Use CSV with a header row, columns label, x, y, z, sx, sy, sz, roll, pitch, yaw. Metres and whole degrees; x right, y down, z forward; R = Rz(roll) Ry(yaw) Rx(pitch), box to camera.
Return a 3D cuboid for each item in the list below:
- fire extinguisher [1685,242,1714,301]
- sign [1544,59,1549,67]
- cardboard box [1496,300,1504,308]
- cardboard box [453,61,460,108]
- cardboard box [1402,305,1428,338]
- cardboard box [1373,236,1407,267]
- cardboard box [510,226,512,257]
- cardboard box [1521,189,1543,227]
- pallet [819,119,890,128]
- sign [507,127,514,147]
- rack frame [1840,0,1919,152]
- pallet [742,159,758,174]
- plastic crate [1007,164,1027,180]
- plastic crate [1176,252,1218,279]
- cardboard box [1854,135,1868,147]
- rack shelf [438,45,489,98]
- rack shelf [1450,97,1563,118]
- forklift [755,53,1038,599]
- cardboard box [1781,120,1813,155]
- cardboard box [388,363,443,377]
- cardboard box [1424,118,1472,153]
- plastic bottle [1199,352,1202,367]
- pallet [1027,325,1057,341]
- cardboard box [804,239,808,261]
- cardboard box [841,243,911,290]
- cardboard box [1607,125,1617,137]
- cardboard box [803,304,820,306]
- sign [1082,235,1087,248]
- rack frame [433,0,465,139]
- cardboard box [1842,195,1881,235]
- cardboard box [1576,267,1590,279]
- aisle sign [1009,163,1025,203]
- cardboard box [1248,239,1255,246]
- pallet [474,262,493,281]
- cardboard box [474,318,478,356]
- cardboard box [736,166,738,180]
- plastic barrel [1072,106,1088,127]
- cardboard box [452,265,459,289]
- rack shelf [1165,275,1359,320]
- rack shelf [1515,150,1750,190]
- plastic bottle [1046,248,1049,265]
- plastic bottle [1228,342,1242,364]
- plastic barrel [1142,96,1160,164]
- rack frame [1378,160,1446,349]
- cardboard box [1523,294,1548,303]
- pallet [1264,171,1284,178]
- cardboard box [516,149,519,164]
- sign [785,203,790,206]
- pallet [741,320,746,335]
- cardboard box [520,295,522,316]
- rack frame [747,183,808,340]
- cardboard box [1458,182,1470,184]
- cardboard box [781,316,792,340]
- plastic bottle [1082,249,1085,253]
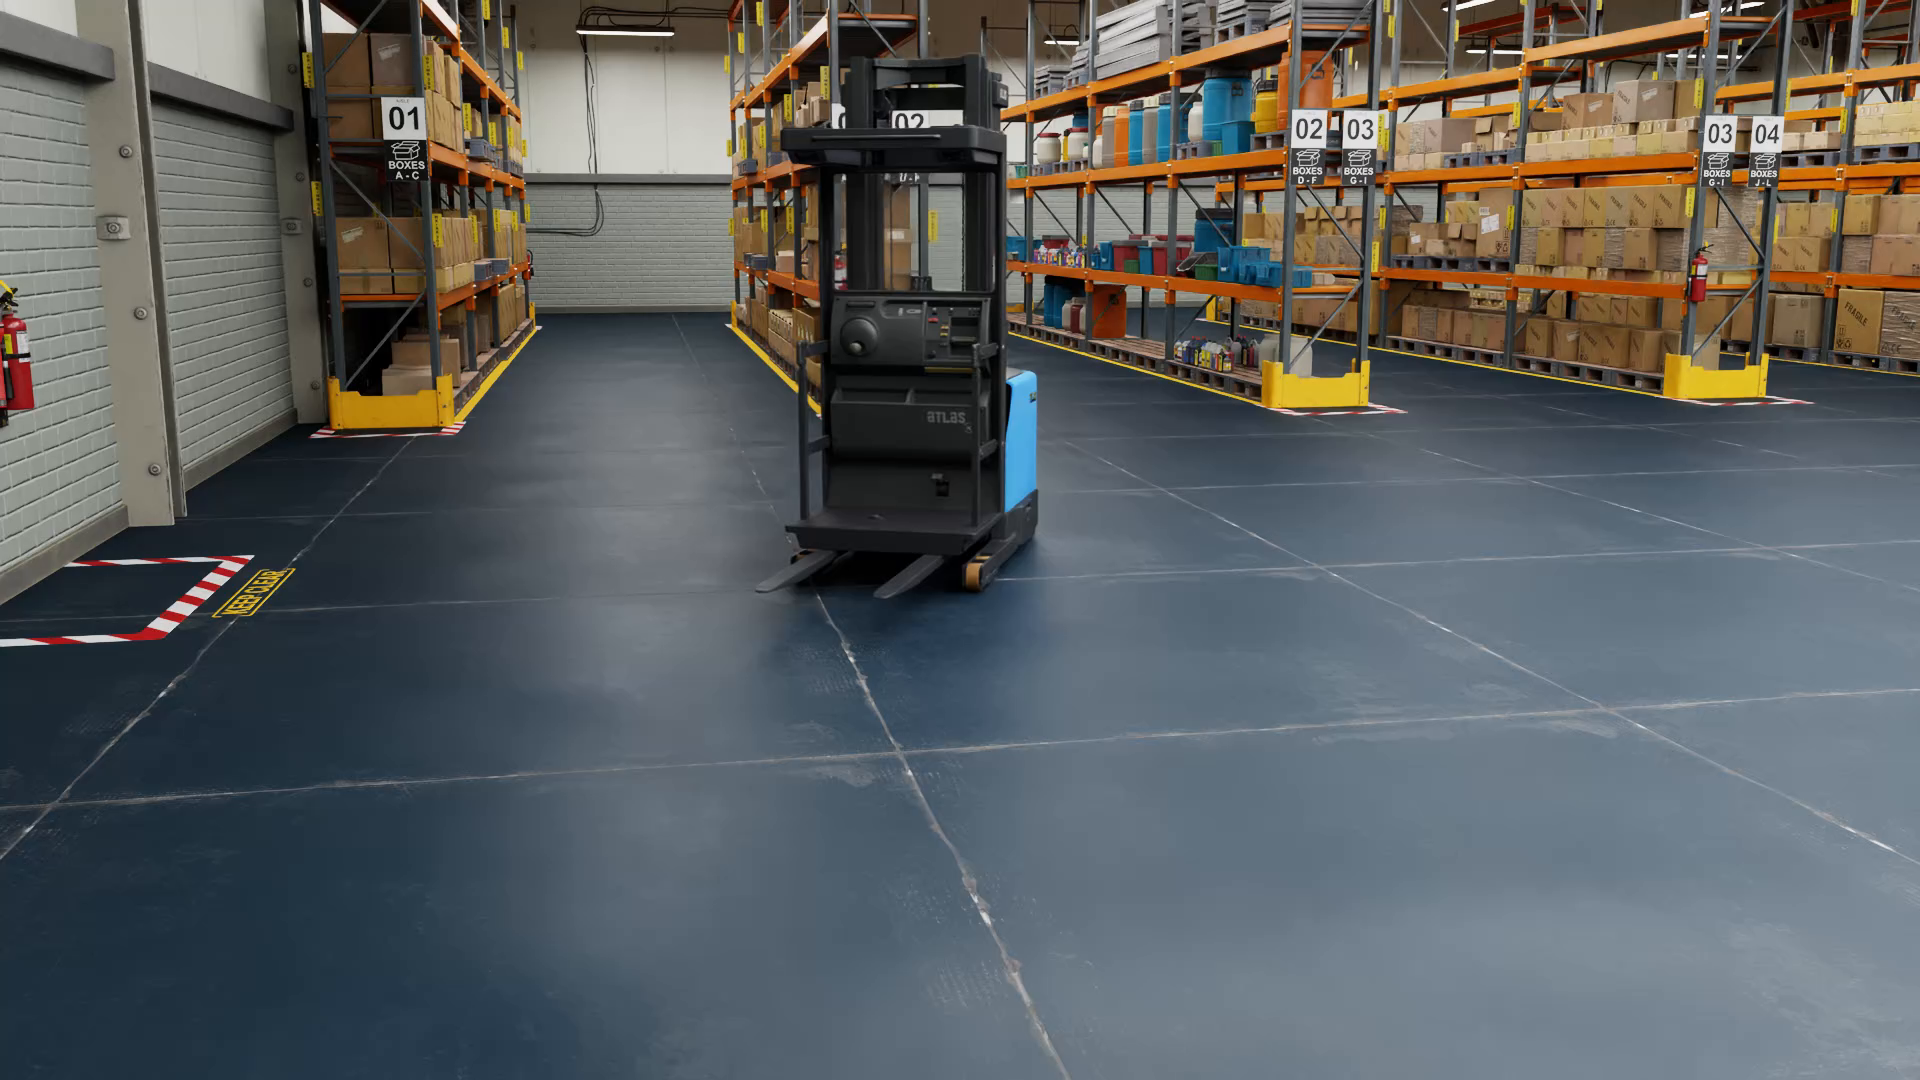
label,x,y,z,sx,sy,sz,roll,pitch,yaw
fire extinguisher,8.458,-3.073,19.027,0.296,0.674,0.183,-2,11,-11
sign,10.903,-8.940,30.890,0.100,0.325,0.005,-2,11,-11
cardboard box,10.910,-4.703,33.089,0.380,0.149,0.250,-2,11,-10
cardboard box,-5.986,-5.183,18.888,0.500,0.500,0.500,-2,11,-8
cardboard box,7.482,-3.482,26.477,0.700,0.500,0.500,-3,11,-14
cardboard box,6.993,-4.747,27.345,0.500,0.500,0.500,-2,11,-9
cardboard box,-7.685,-4.939,27.506,0.500,0.500,0.500,-2,11,-12
cardboard box,7.948,-4.477,22.459,0.500,0.500,0.500,-2,11,-11
pallet,-0.942,-4.350,17.743,1.003,0.211,1.213,-2,11,-11
sign,-7.492,-6.713,27.697,0.100,0.325,0.005,-2,11,-11
rack frame,12.995,-6.991,23.361,1.000,3.000,0.127,-2,11,-11
pallet,-2.901,-6.059,26.988,1.213,0.211,1.003,-2,11,-11
plastic crate,1.046,-6.901,31.225,0.437,0.282,0.530,-2,11,-11
plastic crate,3.228,-3.571,21.603,0.767,0.338,0.504,-2,11,-11
cardboard box,12.732,-5.571,23.201,0.380,0.149,0.250,-2,11,-12
rack shelf,-6.856,-6.106,21.704,1.077,0.370,4.000,-2,11,-11
rack shelf,11.050,-8.470,33.065,1.077,0.370,4.000,-2,11,-11
forklift,-0.333,-1.231,9.326,1.130,2.935,3.031,3,11,13
cardboard box,12.829,-6.247,25.817,0.500,0.500,0.500,-2,11,-11
cardboard box,-5.846,-1.738,17.822,0.500,0.311,0.500,-1,11,-6
cardboard box,7.371,-6.104,25.115,0.500,0.500,0.500,-2,11,-13
plastic bottle,3.070,-2.293,21.030,0.097,0.201,0.097,0,11,0
pallet,1.805,-3.657,29.344,1.003,0.211,1.213,-2,11,-11
cardboard box,-1.844,-3.810,22.424,0.500,0.500,0.500,-1,11,-7
cardboard box,-0.908,-2.924,17.771,0.700,0.500,0.500,-2,11,-11
cardboard box,8.274,-5.075,20.650,0.380,0.149,0.250,-3,11,-14
cardboard box,-2.394,-3.527,26.711,0.500,0.500,0.500,-2,11,-12
sign,2.235,-5.325,29.912,0.100,0.325,0.005,-2,11,-11
rack frame,-6.467,-6.289,19.672,1.000,3.000,0.127,-2,11,-11
cardboard box,13.033,-4.579,23.445,0.875,0.550,0.550,-2,11,-11
cardboard box,8.161,-3.434,21.388,0.380,0.149,0.250,-2,11,-11
aisle sign,1.191,-7.204,33.571,0.394,0.787,0.004,-2,11,-11
cardboard box,5.913,-5.775,32.621,0.500,0.250,0.500,-2,11,-12
pallet,-6.473,-3.393,21.015,1.003,0.211,1.213,-2,11,-11
cardboard box,-6.943,-2.745,22.604,0.700,0.500,0.500,-2,11,-11
cardboard box,-3.908,-6.836,30.970,0.500,0.250,0.500,-2,11,-11
plastic barrel,2.177,-6.788,27.853,0.600,0.901,0.708,-2,11,-11
cardboard box,-5.680,-2.834,17.911,0.500,0.250,0.500,-2,11,-12
rack shelf,3.640,-2.982,20.266,1.077,0.370,4.000,-2,11,-11
rack shelf,8.499,-4.636,20.932,1.077,0.370,4.000,-2,11,-11
plastic bottle,1.521,-4.867,28.555,0.061,0.283,0.133,-2,11,-11
plastic bottle,3.556,-2.428,21.536,0.152,0.276,0.135,-2,11,-11
plastic barrel,2.812,-5.627,22.877,0.600,0.901,0.600,0,11,0
rack frame,7.332,-4.616,26.927,1.000,3.000,0.127,-2,11,-11
cardboard box,11.114,-4.665,32.096,0.380,0.149,0.250,-2,11,-9
pallet,6.405,-6.930,31.299,1.003,0.211,1.213,-2,11,-11
cardboard box,-8.189,-6.883,29.824,0.500,0.250,0.500,-2,11,-13
sign,-3.394,-6.464,32.695,0.100,0.325,0.005,-2,11,-11
pallet,-3.537,-3.970,30.993,1.003,0.211,1.213,-2,11,-11
cardboard box,-8.370,-4.213,30.369,0.700,0.500,0.500,-2,11,-13
rack frame,-3.164,-4.990,28.892,1.000,3.000,0.127,-2,11,-11
cardboard box,10.595,-7.457,34.229,0.500,0.250,0.500,-2,11,-9
cardboard box,-2.170,-2.905,22.665,0.500,0.311,0.500,-2,11,-11
plastic bottle,2.139,-4.878,28.649,0.097,0.271,0.097,0,11,0
